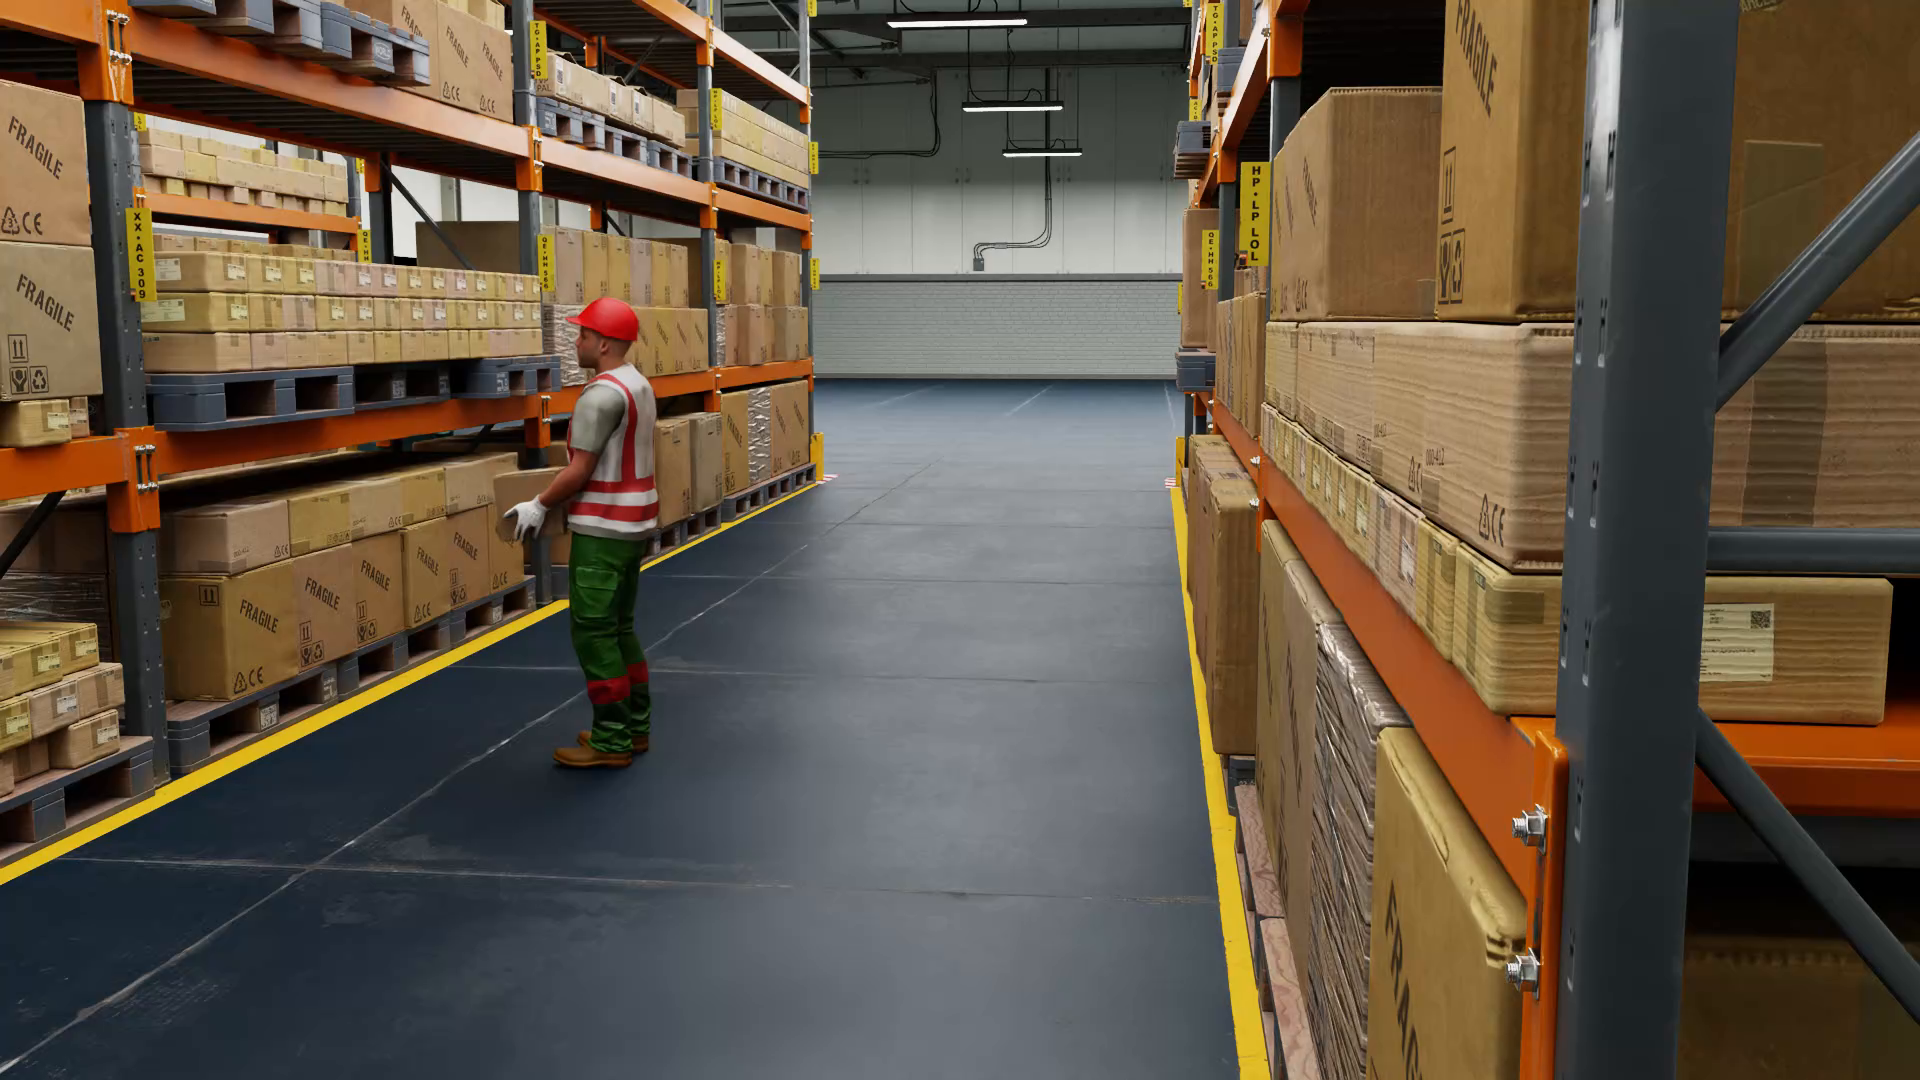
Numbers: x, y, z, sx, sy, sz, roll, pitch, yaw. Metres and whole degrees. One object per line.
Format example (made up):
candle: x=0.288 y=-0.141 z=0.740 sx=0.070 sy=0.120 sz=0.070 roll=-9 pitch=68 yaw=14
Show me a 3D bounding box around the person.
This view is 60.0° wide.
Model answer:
person: x=-1.445 y=-0.031 z=6.413 sx=0.538 sy=1.794 sz=0.522 roll=1 pitch=8 yaw=6
